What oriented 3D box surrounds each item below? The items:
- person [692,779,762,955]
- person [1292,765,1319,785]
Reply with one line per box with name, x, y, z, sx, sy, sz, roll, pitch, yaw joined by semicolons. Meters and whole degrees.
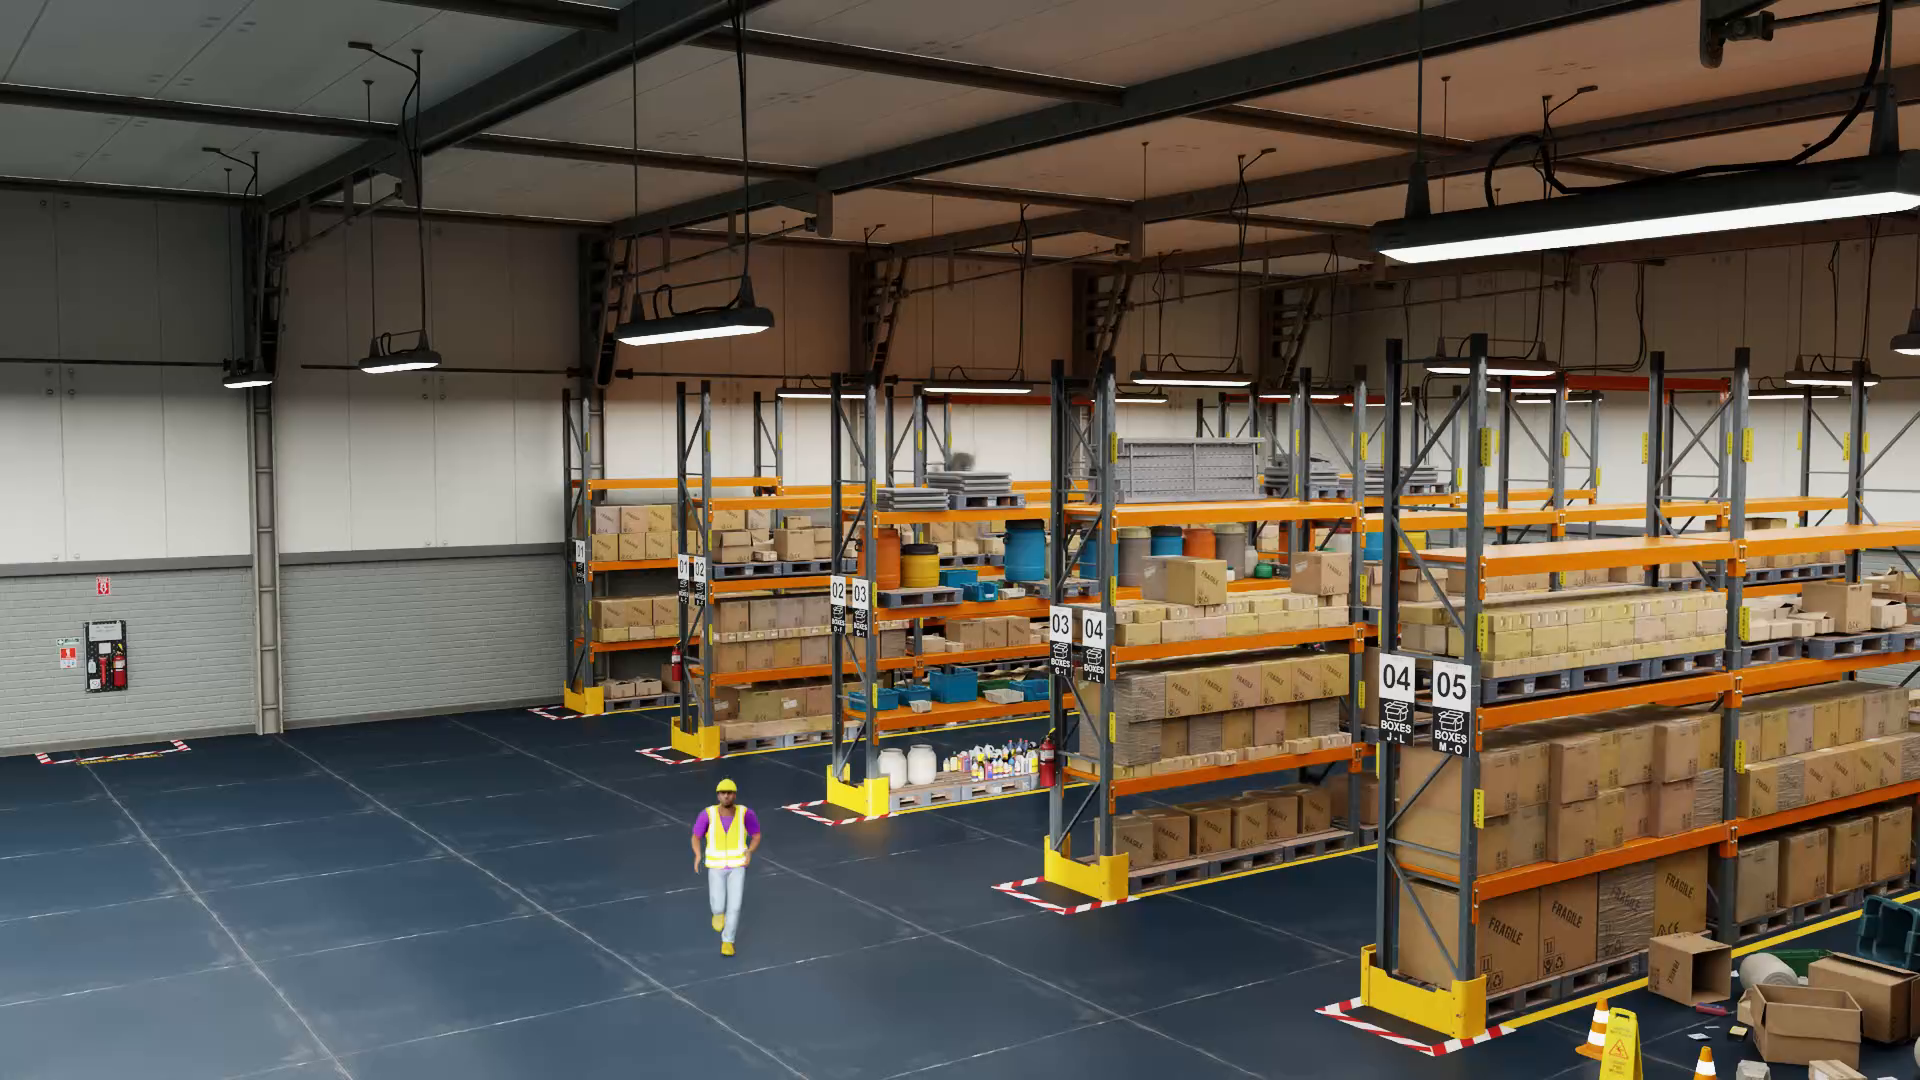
person;-2.325;3.241;16.624;0.702;1.721;0.562;-1;4;-8
person;4.824;2.865;23.157;0.727;1.618;0.573;-3;5;-43
